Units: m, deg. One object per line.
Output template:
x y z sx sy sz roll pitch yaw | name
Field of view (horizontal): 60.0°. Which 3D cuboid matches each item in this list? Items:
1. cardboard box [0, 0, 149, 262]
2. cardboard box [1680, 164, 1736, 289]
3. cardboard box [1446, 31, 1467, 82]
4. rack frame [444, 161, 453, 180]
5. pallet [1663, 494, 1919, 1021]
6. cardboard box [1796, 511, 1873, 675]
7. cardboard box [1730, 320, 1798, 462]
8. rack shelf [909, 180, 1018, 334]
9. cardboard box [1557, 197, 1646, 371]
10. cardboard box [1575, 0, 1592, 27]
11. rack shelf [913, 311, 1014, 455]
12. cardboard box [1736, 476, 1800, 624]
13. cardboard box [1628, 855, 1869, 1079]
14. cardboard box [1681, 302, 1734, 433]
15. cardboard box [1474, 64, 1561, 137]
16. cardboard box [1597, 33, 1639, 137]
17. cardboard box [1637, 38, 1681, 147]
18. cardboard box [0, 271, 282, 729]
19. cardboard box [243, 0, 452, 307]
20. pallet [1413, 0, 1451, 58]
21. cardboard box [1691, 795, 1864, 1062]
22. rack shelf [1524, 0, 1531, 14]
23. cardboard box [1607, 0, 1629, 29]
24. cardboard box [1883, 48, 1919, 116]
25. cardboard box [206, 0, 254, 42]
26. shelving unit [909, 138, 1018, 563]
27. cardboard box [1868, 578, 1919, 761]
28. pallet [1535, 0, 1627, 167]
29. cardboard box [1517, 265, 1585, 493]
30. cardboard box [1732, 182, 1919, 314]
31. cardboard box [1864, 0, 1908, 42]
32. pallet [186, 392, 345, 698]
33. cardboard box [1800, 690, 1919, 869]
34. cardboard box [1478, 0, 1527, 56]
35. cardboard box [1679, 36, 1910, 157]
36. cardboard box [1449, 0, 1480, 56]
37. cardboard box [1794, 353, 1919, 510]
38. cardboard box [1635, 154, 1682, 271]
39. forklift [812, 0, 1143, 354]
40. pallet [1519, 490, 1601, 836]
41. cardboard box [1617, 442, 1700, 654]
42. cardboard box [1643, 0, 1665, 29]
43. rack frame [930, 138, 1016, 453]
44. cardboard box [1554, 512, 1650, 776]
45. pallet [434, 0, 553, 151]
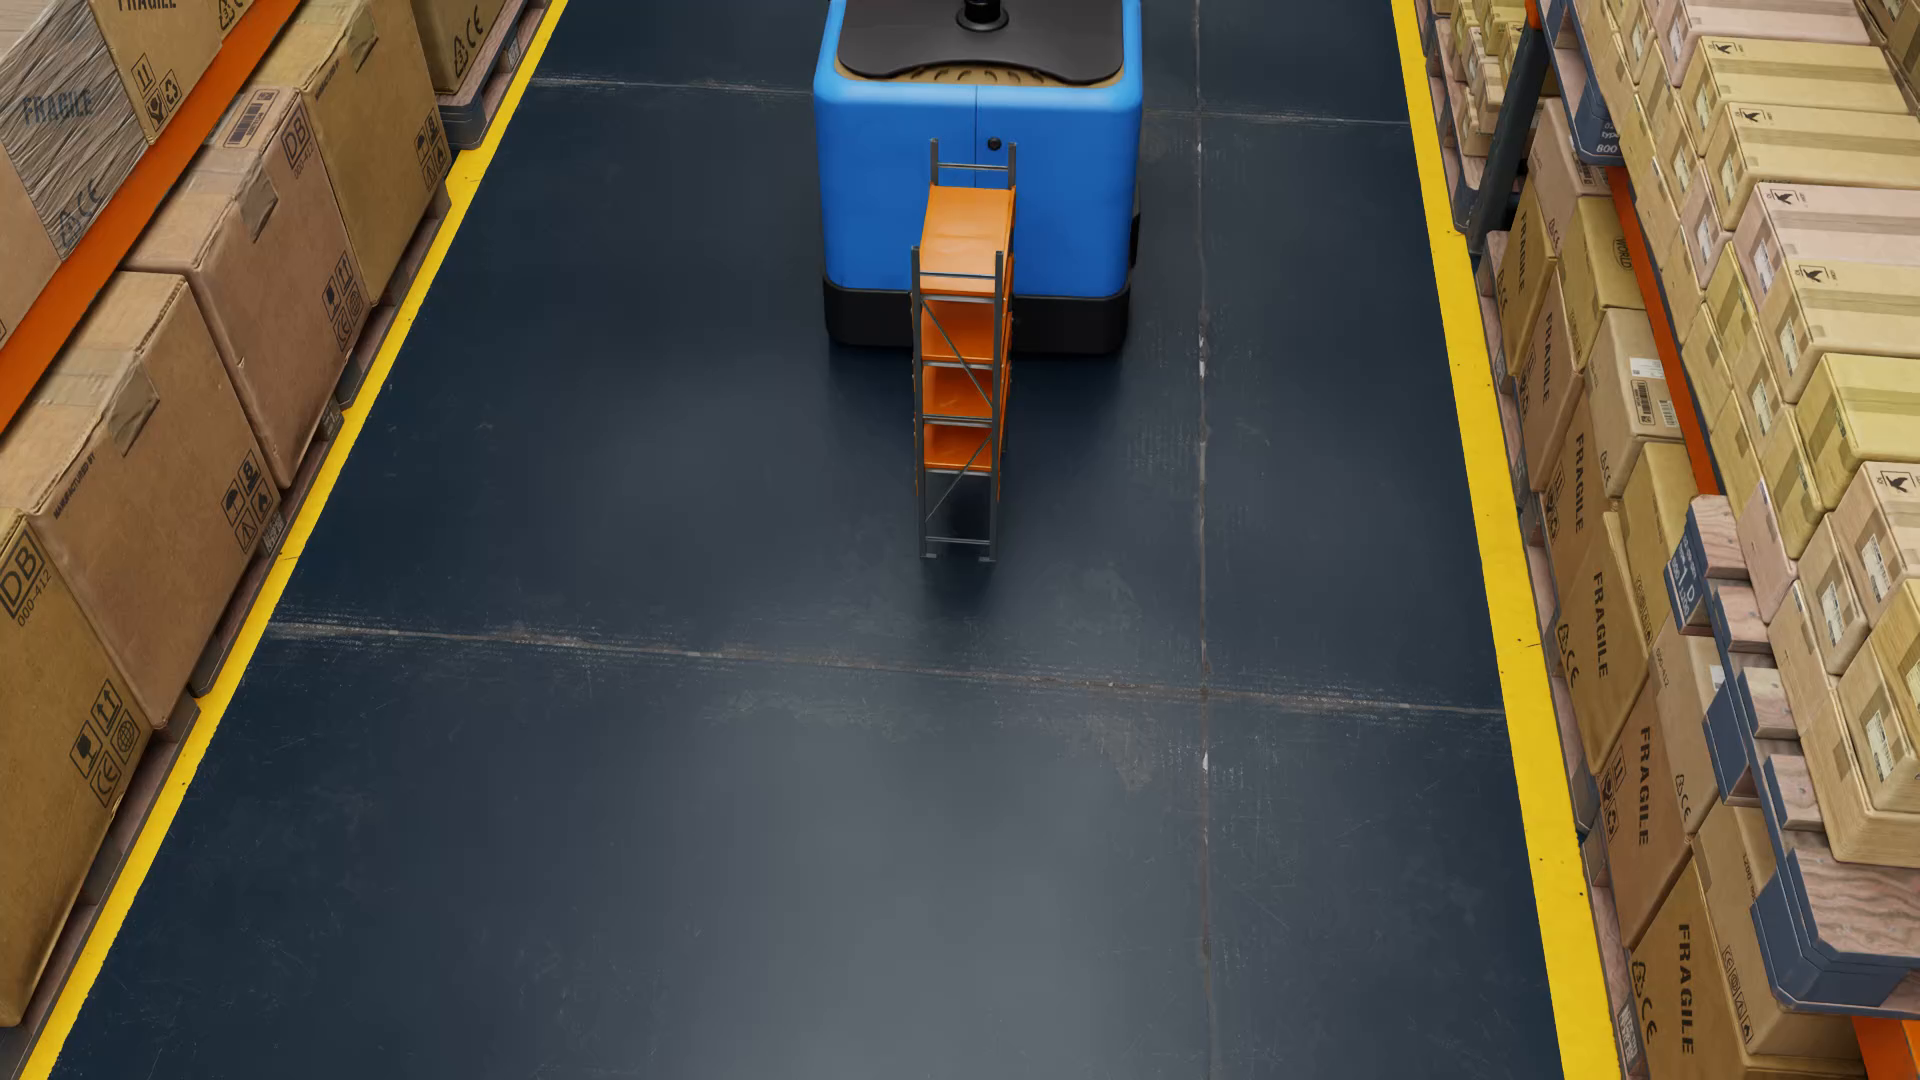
-2.437 -1.051 4.111 0.500 0.500 0.500 4 48 4 | cardboard box
1.750 -0.647 3.493 0.380 0.149 0.250 5 48 5 | cardboard box
2.171 -1.962 6.659 0.380 0.149 0.250 2 48 2 | cardboard box
-2.523 -2.495 5.499 1.000 3.000 0.127 4 48 4 | rack frame
2.002 0.386 2.994 1.213 0.211 1.003 4 48 4 | pallet
1.657 0.105 2.805 0.380 0.149 0.250 5 48 5 | cardboard box
1.702 -0.272 3.150 0.380 0.149 0.250 4 48 4 | cardboard box
0.015 -0.792 4.629 0.258 0.148 0.480 4 48 4 | rack shelf
2.031 -0.722 4.778 0.500 0.250 0.500 5 48 5 | cardboard box
1.867 -1.498 4.473 0.380 0.149 0.250 4 48 4 | cardboard box
0.015 -0.481 4.968 0.258 0.148 0.480 4 48 4 | rack shelf
1.677 0.031 3.075 0.380 0.149 0.250 5 48 4 | cardboard box
1.842 1.053 3.664 0.500 0.500 0.500 4 48 3 | cardboard box
1.727 -0.350 3.423 0.380 0.149 0.250 2 48 2 | cardboard box
2.119 -1.620 6.145 0.380 0.149 0.250 5 48 4 | cardboard box
1.821 -1.126 4.133 0.380 0.149 0.250 2 48 2 | cardboard box
1.799 -1.021 3.835 0.380 0.149 0.250 3 48 3 | cardboard box
-2.715 -0.140 4.501 1.225 0.875 0.875 4 48 4 | cardboard box
-2.561 -1.448 5.697 1.225 0.875 0.875 4 48 4 | cardboard box
2.542 -2.541 7.431 1.003 0.211 1.213 4 48 4 | pallet
1.844 0.781 3.404 0.500 0.250 0.500 3 48 3 | cardboard box
2.590 -3.314 6.736 1.077 0.370 4.000 4 48 4 | rack shelf
1.846 -1.414 4.195 0.380 0.149 0.250 2 48 2 | cardboard box
2.478 -1.076 4.087 0.380 0.149 0.250 2 48 2 | cardboard box
-2.345 -1.803 4.799 0.500 0.500 0.500 5 48 5 | cardboard box
0.015 -0.527 4.919 0.258 1.200 0.503 4 48 4 | shelving unit
1.631 0.204 2.514 0.380 0.149 0.250 2 48 2 | cardboard box
2.193 -1.470 4.692 1.003 0.211 1.213 4 48 4 | pallet
2.029 -0.471 5.058 0.500 0.500 0.500 6 48 5 | cardboard box
1.728 -0.547 3.200 0.380 0.149 0.250 4 48 4 | cardboard box
2.499 -1.362 4.147 0.380 0.149 0.250 2 48 2 | cardboard box
-2.627 -0.083 5.183 1.003 0.211 1.213 4 48 4 | pallet
1.630 0.402 2.735 0.380 0.149 0.250 5 48 4 | cardboard box
2.164 -1.937 6.233 0.380 0.149 0.250 4 48 4 | cardboard box
1.776 -0.938 3.557 0.380 0.149 0.250 5 48 5 | cardboard box
2.139 -2.018 6.508 0.380 0.149 0.250 2 48 2 | cardboard box
1.680 -0.173 2.858 0.380 0.149 0.250 5 48 5 | cardboard box
1.774 -0.741 3.780 0.380 0.149 0.250 2 48 2 | cardboard box
0.136 -2.715 5.747 1.130 2.935 3.031 2 48 2 | forklift
2.229 0.325 4.810 1.003 0.211 1.213 4 48 4 | pallet
1.941 0.037 4.085 0.500 0.250 0.500 5 48 4 | cardboard box
1.820 -1.321 3.908 0.380 0.149 0.250 4 48 3 | cardboard box
0.037 -0.706 5.083 0.240 1.200 0.015 4 48 4 | rack frame
1.925 0.282 4.369 0.500 0.500 0.500 2 48 2 | cardboard box
-2.376 -2.107 7.034 1.003 0.211 1.213 4 48 4 | pallet
